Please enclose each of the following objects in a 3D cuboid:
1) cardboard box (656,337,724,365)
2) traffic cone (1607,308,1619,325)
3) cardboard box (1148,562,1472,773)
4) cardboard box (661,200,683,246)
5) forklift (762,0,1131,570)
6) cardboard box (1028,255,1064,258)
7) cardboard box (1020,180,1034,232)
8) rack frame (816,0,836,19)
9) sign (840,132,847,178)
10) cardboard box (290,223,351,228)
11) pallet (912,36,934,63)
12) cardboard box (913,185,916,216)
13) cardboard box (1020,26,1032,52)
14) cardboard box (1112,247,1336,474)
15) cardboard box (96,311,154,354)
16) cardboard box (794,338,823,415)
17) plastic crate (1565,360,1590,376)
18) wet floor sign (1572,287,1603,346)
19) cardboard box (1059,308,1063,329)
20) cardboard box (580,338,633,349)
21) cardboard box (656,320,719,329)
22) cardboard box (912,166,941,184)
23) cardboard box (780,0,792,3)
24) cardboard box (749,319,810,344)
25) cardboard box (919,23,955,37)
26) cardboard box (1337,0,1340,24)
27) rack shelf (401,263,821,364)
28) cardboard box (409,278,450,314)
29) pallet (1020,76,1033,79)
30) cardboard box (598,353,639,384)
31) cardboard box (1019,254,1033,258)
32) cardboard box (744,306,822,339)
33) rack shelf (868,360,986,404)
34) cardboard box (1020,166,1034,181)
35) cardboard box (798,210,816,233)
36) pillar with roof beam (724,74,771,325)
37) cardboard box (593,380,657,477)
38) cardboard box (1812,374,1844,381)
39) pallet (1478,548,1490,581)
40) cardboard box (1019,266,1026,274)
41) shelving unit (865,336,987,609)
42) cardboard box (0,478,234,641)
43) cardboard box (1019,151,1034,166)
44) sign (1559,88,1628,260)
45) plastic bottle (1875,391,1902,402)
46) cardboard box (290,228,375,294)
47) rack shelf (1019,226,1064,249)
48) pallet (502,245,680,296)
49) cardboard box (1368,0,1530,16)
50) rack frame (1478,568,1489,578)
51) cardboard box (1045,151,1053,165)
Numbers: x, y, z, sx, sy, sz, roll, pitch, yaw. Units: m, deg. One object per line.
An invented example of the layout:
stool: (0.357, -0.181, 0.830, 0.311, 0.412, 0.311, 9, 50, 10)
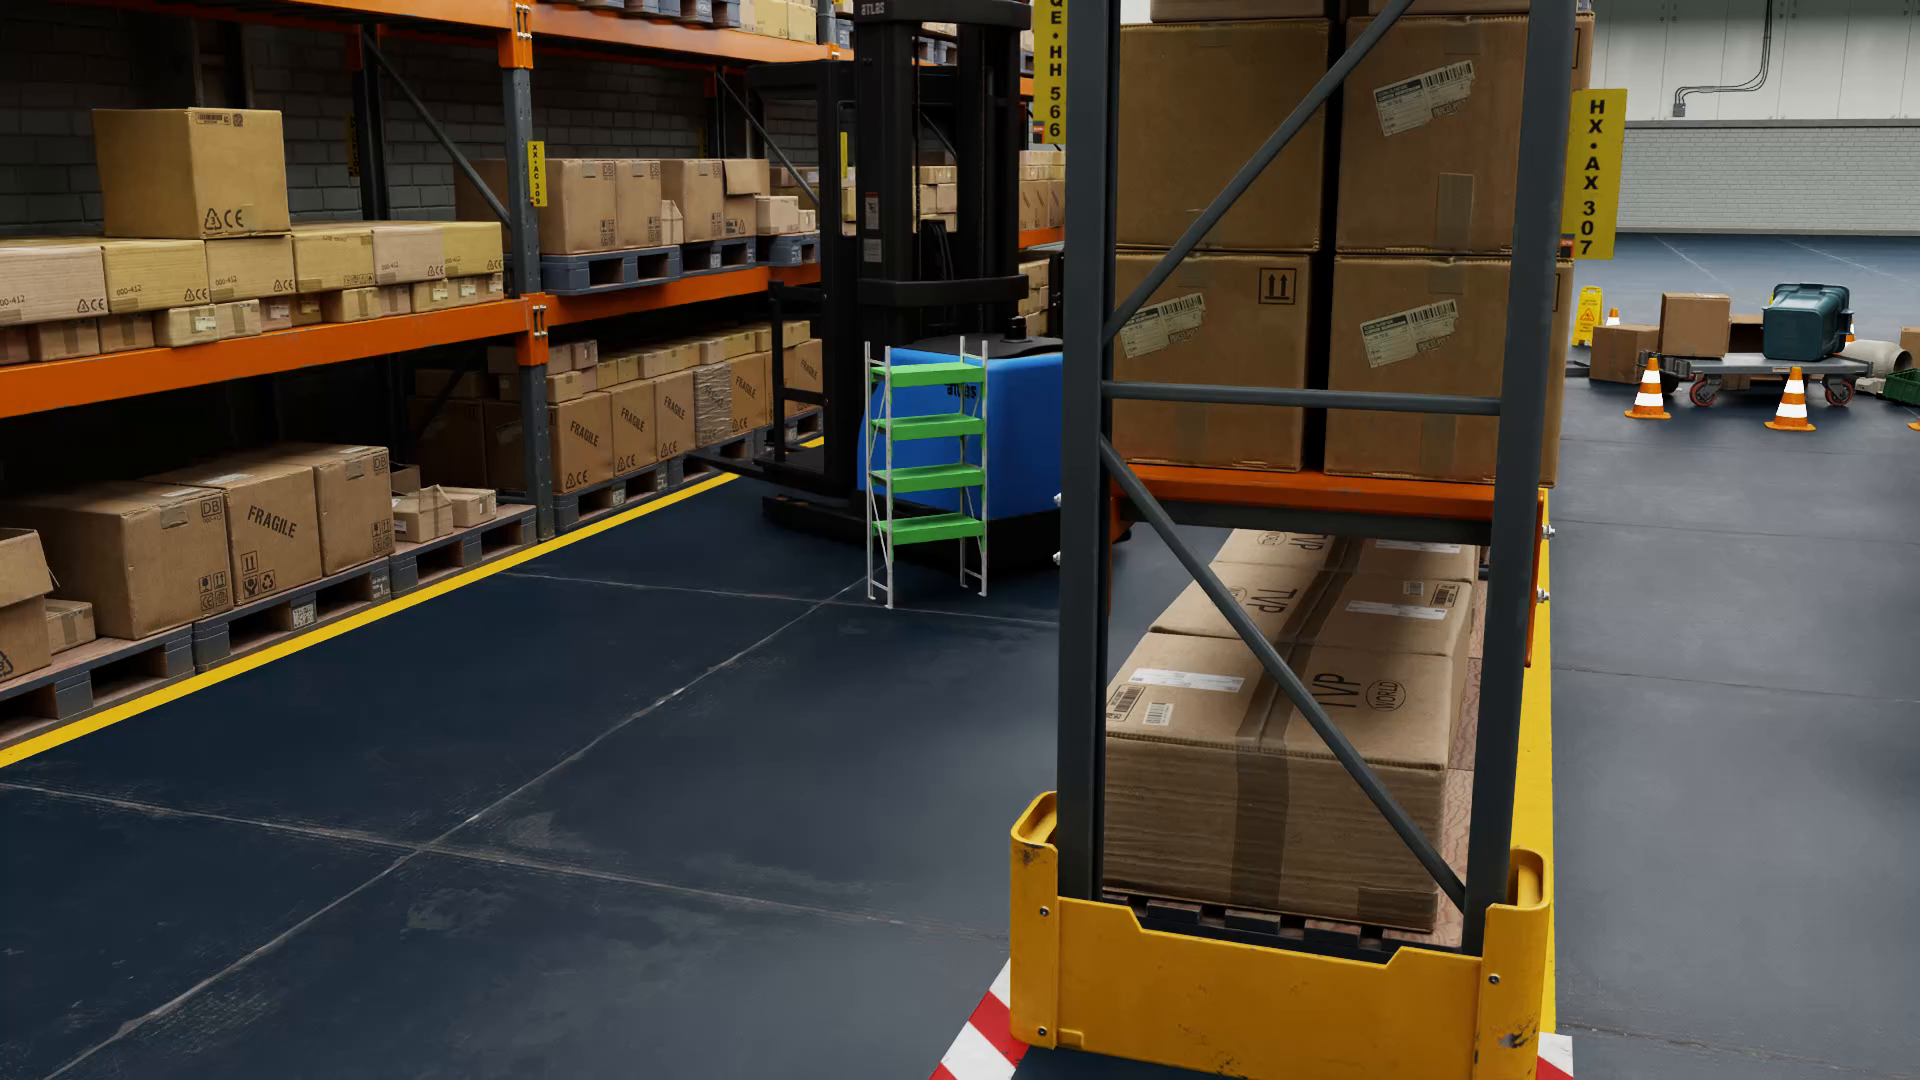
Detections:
cardboard box: (-1.770, -1.239, 10.892, 0.380, 0.149, 0.250, 4, 13, 16)
traffic cone: (6.974, -2.244, 17.779, 0.336, 0.463, 0.334, 4, 14, 18)
cardboard box: (1.123, 0.410, 5.266, 0.875, 0.438, 0.875, 5, 14, 20)
cardboard box: (-1.876, -1.898, 9.921, 0.396, 0.266, 0.258, 5, 14, 21)
forklift: (-0.458, -1.544, 9.166, 1.130, 2.935, 3.031, -11, 17, -40)
cardboard box: (1.027, -3.038, 18.546, 0.500, 0.250, 0.500, 5, 14, 19)
cardboard box: (0.444, -3.413, 16.974, 0.500, 0.500, 0.500, 5, 14, 19)
rack frame: (-1.394, -5.261, 11.815, 1.000, 3.000, 0.127, 4, 14, 18)
sign: (-0.877, -2.825, 12.200, 0.100, 0.325, 0.005, 4, 14, 18)
cardboard box: (-3.260, -1.375, 7.939, 0.500, 0.250, 0.500, 4, 14, 18)
pallet: (-0.900, -4.091, 13.856, 1.003, 0.211, 1.213, 5, 14, 21)
cardboard box: (-0.670, -2.797, 13.714, 0.500, 0.250, 0.500, 4, 13, 17)
cardboard box: (0.400, -5.008, 16.481, 0.500, 0.311, 0.500, 5, 14, 20)
cardboard box: (0.621, -0.465, 4.057, 0.500, 0.500, 0.500, 4, 14, 19)
cardboard box: (-3.305, -0.799, 6.310, 0.380, 0.149, 0.250, 5, 14, 19)
cardboard box: (-1.327, -1.218, 12.256, 0.500, 0.500, 0.500, 5, 14, 20)
plastic crate: (5.882, -1.670, 16.125, 0.402, 0.080, 0.583, 0, 13, -1)
wet floor sign: (6.966, -2.479, 18.400, 0.267, 0.644, 0.232, 10, 16, 38)
cardboard box: (0.854, -2.443, 18.188, 0.500, 0.250, 0.500, 5, 14, 20)
cardboard box: (-2.353, -1.221, 10.813, 0.380, 0.149, 0.250, 4, 13, 16)
cardboard box: (-1.969, -1.497, 12.022, 0.380, 0.149, 0.250, 5, 14, 20)
cardboard box: (-0.386, -3.184, 14.516, 0.380, 0.149, 0.250, 4, 14, 19)
cardboard box: (-1.383, -3.775, 11.485, 0.380, 0.149, 0.250, 4, 13, 17)
cardboard box: (-1.314, -1.516, 12.106, 0.380, 0.149, 0.250, 4, 13, 16)
cardboard box: (-0.352, -4.519, 14.338, 0.500, 0.311, 0.500, 4, 13, 16)
cardboard box: (0.702, -1.293, 3.982, 0.380, 0.149, 0.250, 5, 14, 19)
rack shelf: (-2.041, -1.564, 10.717, 1.077, 0.370, 4.000, 4, 14, 18)
cardboard box: (-2.677, -1.173, 7.952, 0.380, 0.149, 0.250, 5, 14, 20)
pallet: (0.548, -5.035, 17.765, 1.003, 0.211, 1.213, 4, 14, 18)
cardboard box: (-2.156, -1.030, 9.976, 0.380, 0.149, 0.250, 4, 13, 17)
cardboard box: (0.530, -3.075, 18.707, 0.500, 0.250, 0.500, 4, 14, 18)
cardboard box: (-1.179, -1.514, 13.271, 0.875, 0.625, 0.625, 5, 14, 20)
rack shelf: (-0.153, -0.724, 7.592, 0.480, 0.148, 0.258, -7, 14, -27)
cardboard box: (0.543, -3.750, 16.993, 0.380, 0.149, 0.250, 5, 14, 20)
cardboard box: (-1.243, -2.252, 11.737, 0.380, 0.149, 0.250, 5, 14, 19)
pillar with roof beam: (2.248, -5.290, 11.944, 9.100, 9.000, 0.400, 4, 14, 18)
cardboard box: (-2.156, -0.678, 9.893, 0.500, 0.500, 0.500, 4, 14, 18)
cardboard box: (8.128, -1.648, 15.613, 0.396, 0.266, 0.258, 7, 15, 28)
pallet: (2.188, 0.054, 8.276, 1.003, 0.211, 1.213, 4, 14, 18)
cardboard box: (0.354, -2.609, 16.668, 0.500, 0.250, 0.500, 4, 13, 18)
shelving unit: (-0.153, -0.318, 7.684, 0.503, 1.200, 0.258, -7, 14, -27)
cardboard box: (-3.381, 0.063, 6.645, 0.700, 0.500, 0.500, 5, 14, 21)
cardboard box: (0.538, -3.897, 16.969, 0.380, 0.149, 0.250, 5, 14, 20)
sign: (1.239, -0.715, 3.254, 0.100, 0.325, 0.005, 4, 14, 18)
plastic bottle: (7.976, -1.221, 14.200, 0.133, 0.061, 0.283, -3, 13, -11)
cardboard box: (-2.944, -1.230, 7.307, 0.500, 0.250, 0.500, 4, 14, 18)
rack shelf: (0.547, -3.249, 18.097, 1.077, 0.370, 4.000, 4, 14, 18)
pallet: (-2.326, -1.561, 9.517, 1.003, 0.211, 1.213, 4, 14, 18)
cardboard box: (1.092, -1.202, 3.586, 0.380, 0.149, 0.250, 5, 14, 20)
rack frame: (2.010, -1.137, 7.230, 1.000, 3.000, 0.127, 4, 14, 18)
cardboard box: (0.787, -4.117, 17.932, 0.380, 0.149, 0.250, 5, 14, 19)
